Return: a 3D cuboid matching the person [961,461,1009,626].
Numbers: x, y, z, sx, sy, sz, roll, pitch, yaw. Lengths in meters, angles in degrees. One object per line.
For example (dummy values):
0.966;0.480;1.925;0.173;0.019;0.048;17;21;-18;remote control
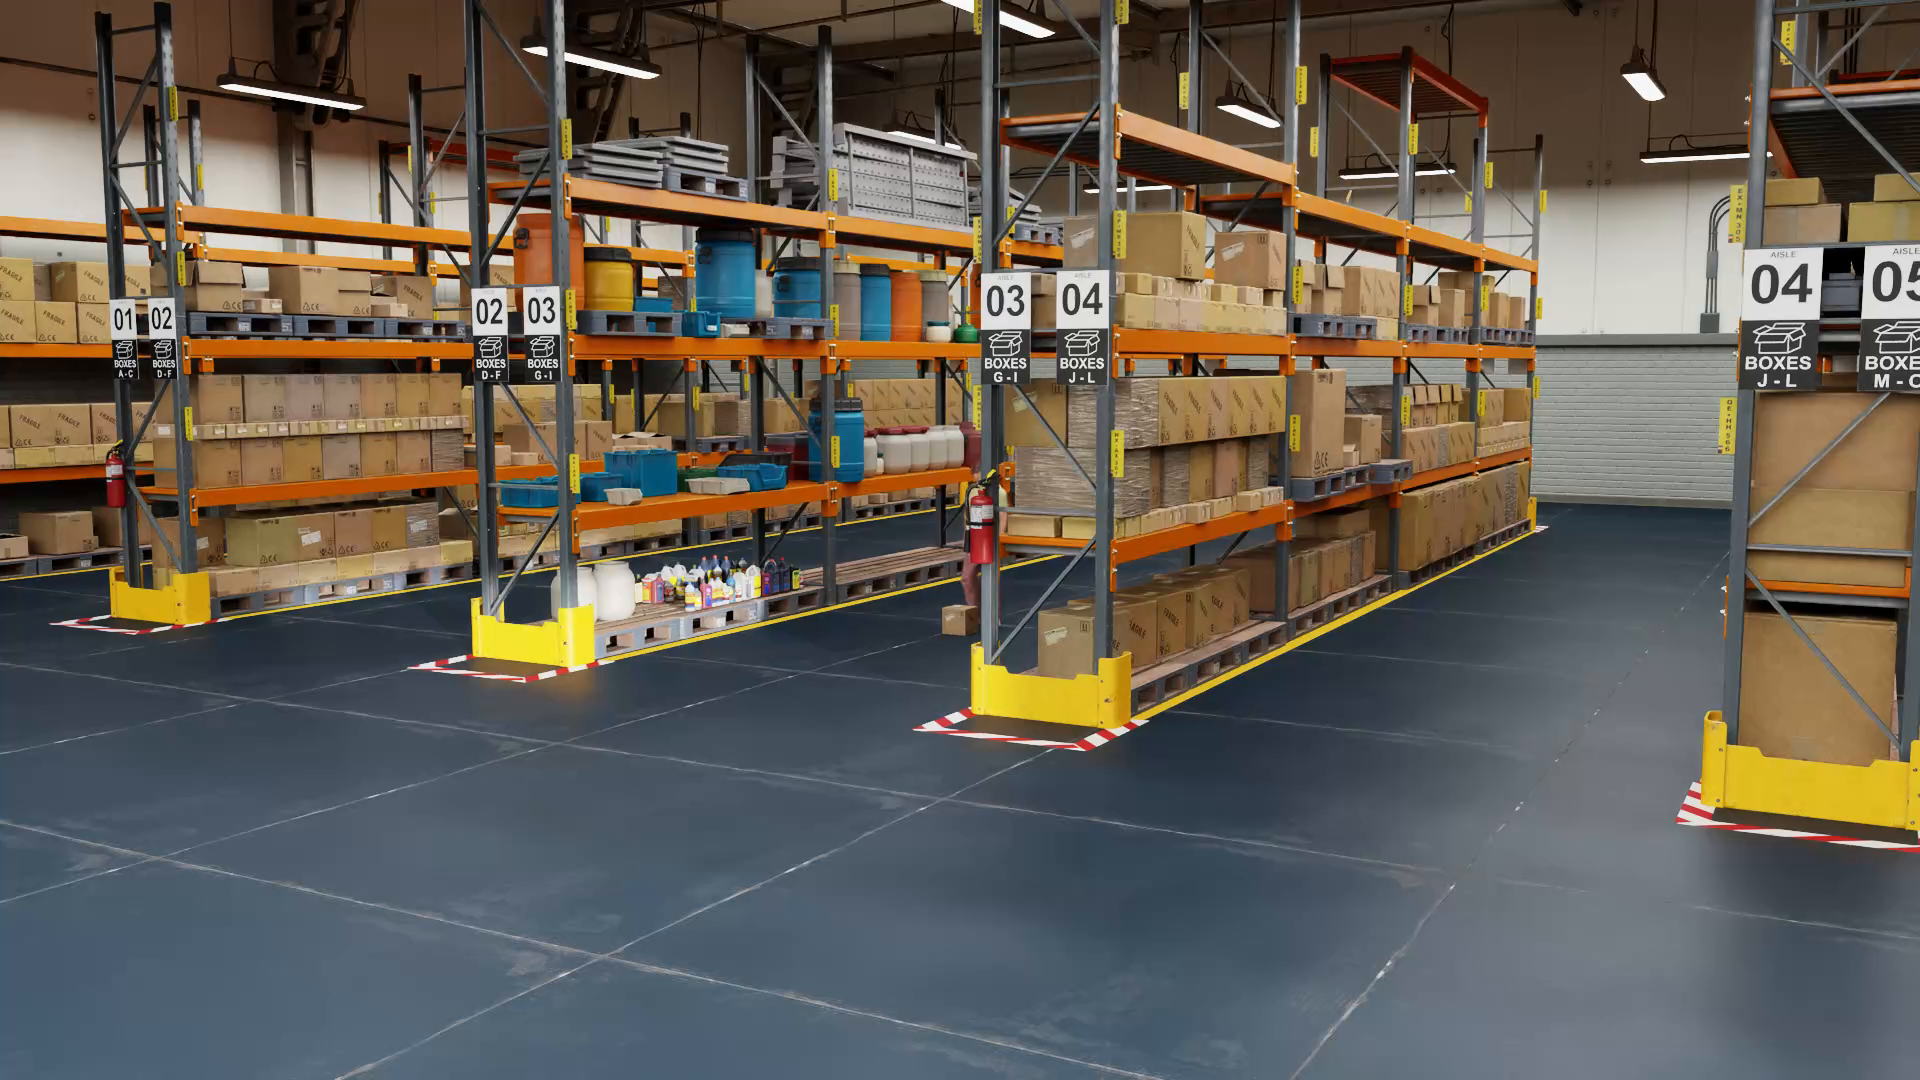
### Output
0.248;0.039;16.193;0.467;1.637;0.370;3;7;30;person
